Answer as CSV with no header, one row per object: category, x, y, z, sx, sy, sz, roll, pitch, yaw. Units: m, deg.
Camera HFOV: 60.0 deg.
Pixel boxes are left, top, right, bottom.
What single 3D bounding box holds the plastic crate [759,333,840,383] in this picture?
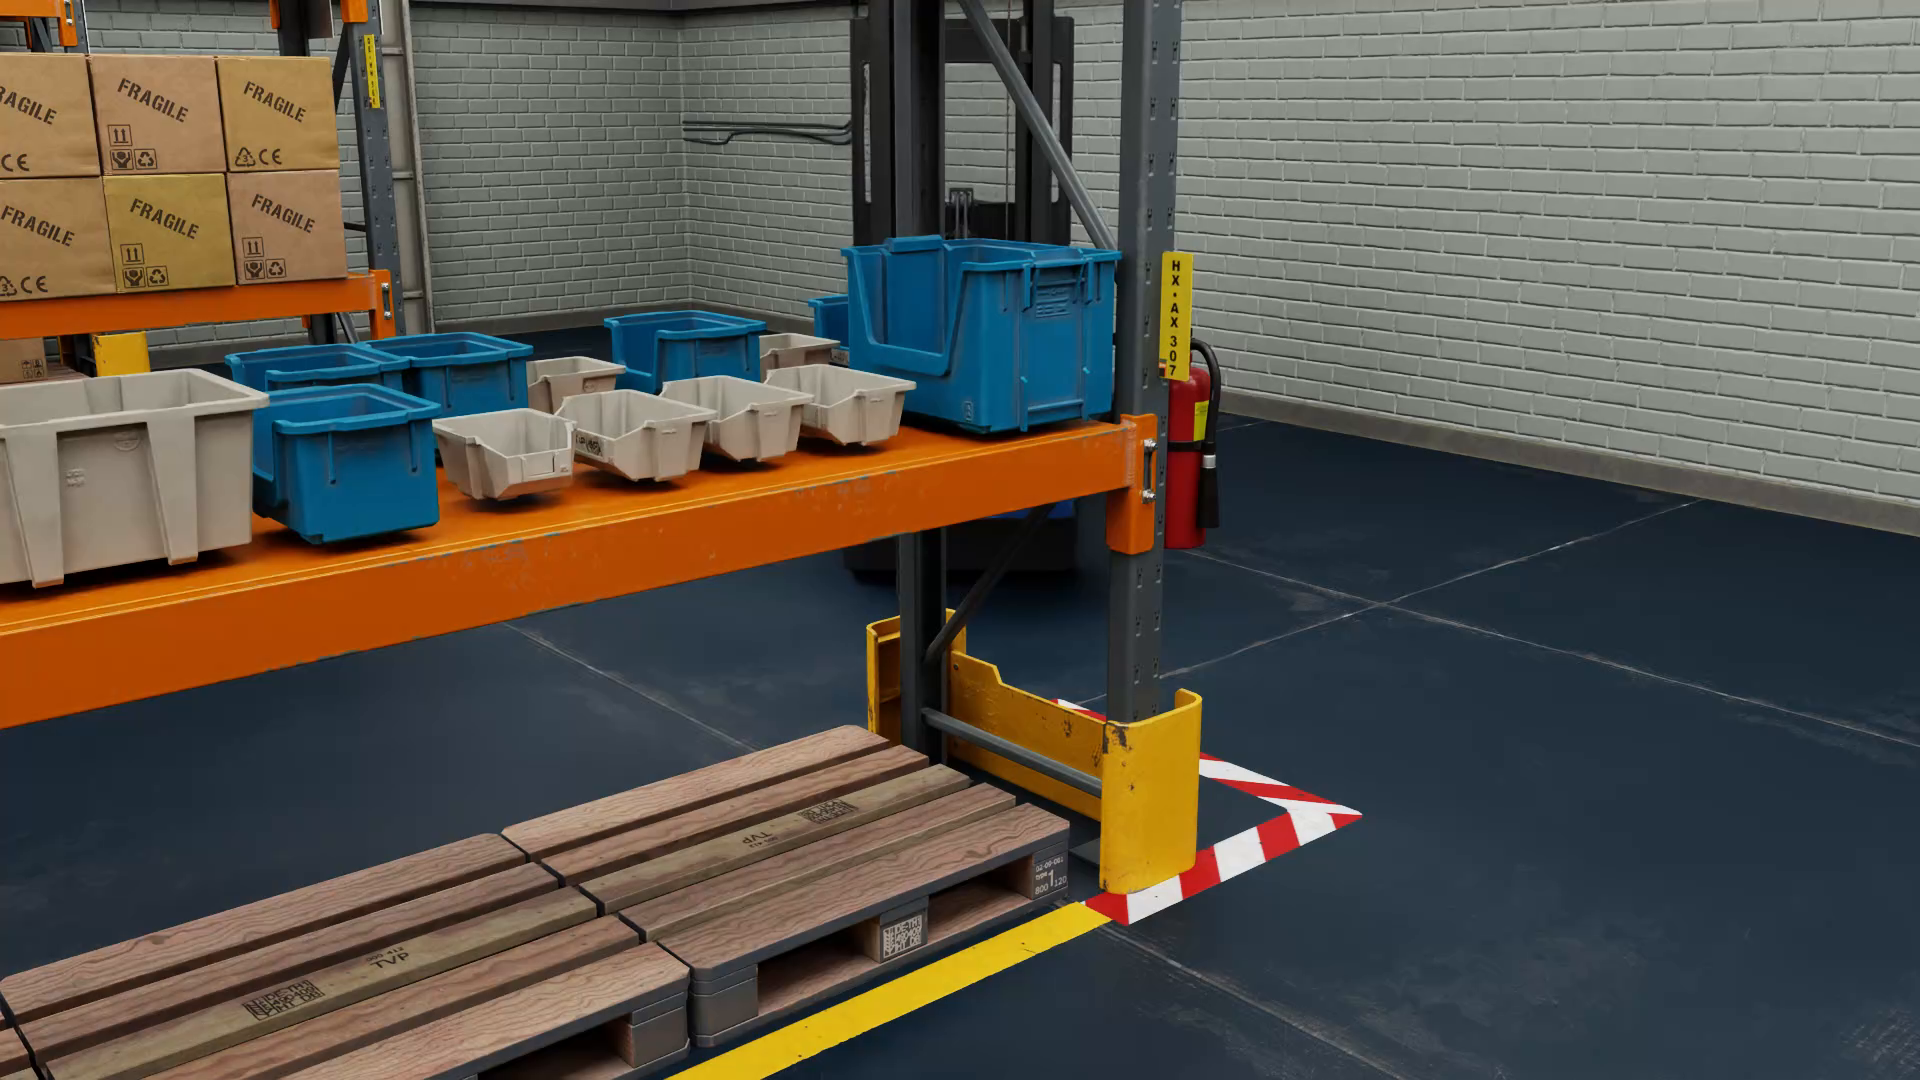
plastic crate,-0.518,-0.485,4.650,0.298,0.136,0.250,-13,19,-39

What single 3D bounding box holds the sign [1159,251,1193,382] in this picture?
sign,0.554,-0.574,4.272,0.005,0.325,0.100,-13,19,-39

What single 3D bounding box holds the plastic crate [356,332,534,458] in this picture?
plastic crate,-1.215,-0.347,3.945,0.300,0.233,0.416,-13,19,-39

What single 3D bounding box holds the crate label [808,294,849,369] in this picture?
crate label,-0.222,-0.570,4.780,0.303,0.233,0.416,-13,19,-39

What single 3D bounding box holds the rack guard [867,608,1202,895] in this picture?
rack guard,0.190,0.601,5.030,0.348,0.500,1.175,-13,19,-39

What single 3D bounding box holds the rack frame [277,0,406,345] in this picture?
rack frame,-3.068,-1.565,8.296,0.127,3.000,1.000,-13,19,-39

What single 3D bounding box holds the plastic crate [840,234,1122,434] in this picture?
plastic crate,0.051,-0.553,4.322,0.499,0.435,0.616,-13,19,-39

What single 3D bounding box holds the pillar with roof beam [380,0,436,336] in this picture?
pillar with roof beam,-2.028,-5.215,10.335,0.400,9.000,9.100,-13,19,-39

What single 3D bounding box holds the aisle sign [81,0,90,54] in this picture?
aisle sign,-6.071,-3.738,11.395,0.004,0.787,0.394,-13,19,-39

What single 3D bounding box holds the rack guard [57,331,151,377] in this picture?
rack guard,-6.305,-1.325,12.242,0.348,0.500,1.175,-13,19,-39

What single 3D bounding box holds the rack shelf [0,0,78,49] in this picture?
rack shelf,-7.831,-3.291,10.341,4.000,0.370,1.077,-13,19,-39

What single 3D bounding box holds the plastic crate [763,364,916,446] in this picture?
plastic crate,-0.316,-0.328,4.060,0.243,0.136,0.396,-13,19,-39

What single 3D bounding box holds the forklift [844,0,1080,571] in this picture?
forklift,0.011,-1.599,8.558,1.130,2.935,3.031,0,15,0

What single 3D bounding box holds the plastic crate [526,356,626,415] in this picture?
plastic crate,-1.030,-0.371,4.220,0.298,0.136,0.250,-13,19,-39

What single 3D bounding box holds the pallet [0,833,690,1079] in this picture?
pallet,-1.387,1.085,3.779,1.213,0.211,1.003,-13,19,-39

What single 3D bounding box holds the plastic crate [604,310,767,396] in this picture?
plastic crate,-0.718,-0.459,4.363,0.300,0.233,0.416,-13,19,-39

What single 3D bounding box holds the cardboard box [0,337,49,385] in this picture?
cardboard box,-6.785,-1.386,11.655,0.500,0.500,0.700,-13,19,-39

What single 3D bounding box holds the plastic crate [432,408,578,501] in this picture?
plastic crate,-0.949,-0.176,3.491,0.250,0.136,0.298,-13,19,-39

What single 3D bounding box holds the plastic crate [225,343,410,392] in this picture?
plastic crate,-1.441,-0.296,3.755,0.300,0.233,0.416,-13,19,-39

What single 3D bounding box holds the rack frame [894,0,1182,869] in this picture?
rack frame,0.181,-0.600,4.683,0.127,3.000,1.000,-13,19,-39

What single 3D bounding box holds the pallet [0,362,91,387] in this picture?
pallet,-6.875,-1.031,11.699,1.213,0.211,1.003,-13,19,-39

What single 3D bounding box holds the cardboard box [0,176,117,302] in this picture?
cardboard box,-3.996,-1.312,7.156,0.500,0.500,0.500,-12,19,-39

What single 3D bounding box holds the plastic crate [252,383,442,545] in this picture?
plastic crate,-1.200,-0.150,3.208,0.300,0.233,0.416,-13,19,-39

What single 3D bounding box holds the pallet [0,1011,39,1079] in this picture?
pallet,-2.308,1.293,3.001,1.213,0.211,1.003,-13,19,-39

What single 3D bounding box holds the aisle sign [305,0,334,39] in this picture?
aisle sign,-3.209,-2.890,8.218,0.004,0.787,0.394,-13,19,-39

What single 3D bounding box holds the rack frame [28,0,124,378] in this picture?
rack frame,-6.323,-2.529,11.904,0.127,3.000,1.000,-13,19,-39

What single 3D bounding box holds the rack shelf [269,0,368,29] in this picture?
rack shelf,-4.577,-2.328,6.733,4.000,0.370,1.077,-13,19,-39

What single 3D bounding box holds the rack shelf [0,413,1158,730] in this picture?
rack shelf,-1.328,0.087,3.508,4.000,0.370,1.077,-13,19,-39

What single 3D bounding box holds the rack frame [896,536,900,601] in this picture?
rack frame,-0.220,-0.422,6.923,0.032,1.500,0.500,-3,15,-10

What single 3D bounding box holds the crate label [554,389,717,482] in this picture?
crate label,-0.738,-0.230,3.693,0.243,0.136,0.396,-13,19,-39

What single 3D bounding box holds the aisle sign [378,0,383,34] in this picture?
aisle sign,-2.816,-2.773,7.780,0.004,0.787,0.394,-13,19,-39

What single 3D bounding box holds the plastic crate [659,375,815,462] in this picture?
plastic crate,-0.544,-0.282,3.887,0.243,0.136,0.396,-13,19,-39

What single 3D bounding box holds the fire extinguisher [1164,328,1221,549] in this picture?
fire extinguisher,0.593,-0.319,4.506,0.183,0.674,0.296,-13,19,-39

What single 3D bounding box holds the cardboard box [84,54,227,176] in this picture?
cardboard box,-3.604,-1.881,7.350,0.500,0.500,0.500,-12,19,-38

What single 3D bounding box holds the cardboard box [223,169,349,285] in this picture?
cardboard box,-3.227,-1.484,7.800,0.500,0.500,0.500,-12,19,-38

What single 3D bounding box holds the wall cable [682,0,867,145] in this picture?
wall cable,-1.821,-4.815,14.857,0.112,2.526,3.097,-13,19,-39

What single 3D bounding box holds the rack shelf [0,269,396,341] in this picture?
rack shelf,-4.577,-0.878,7.120,4.000,0.370,1.077,-13,19,-39

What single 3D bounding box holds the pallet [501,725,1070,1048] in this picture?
pallet,-0.467,0.880,4.548,1.213,0.211,1.003,-13,19,-39

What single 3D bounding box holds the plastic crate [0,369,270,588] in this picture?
plastic crate,-1.564,-0.117,2.988,0.530,0.282,0.437,-13,19,-39

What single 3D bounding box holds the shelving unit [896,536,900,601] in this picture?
shelving unit,0.279,-0.446,7.013,1.048,1.500,0.538,-3,15,-10

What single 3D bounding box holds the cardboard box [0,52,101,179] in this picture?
cardboard box,-3.992,-1.793,7.018,0.500,0.500,0.500,-12,19,-38

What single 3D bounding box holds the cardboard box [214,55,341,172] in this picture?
cardboard box,-3.223,-1.967,7.671,0.500,0.500,0.500,-13,20,-40

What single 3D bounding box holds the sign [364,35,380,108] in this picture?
sign,-2.719,-2.165,7.688,0.005,0.325,0.100,-13,19,-39

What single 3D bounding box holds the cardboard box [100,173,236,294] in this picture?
cardboard box,-3.616,-1.396,7.469,0.500,0.500,0.500,-12,19,-39
